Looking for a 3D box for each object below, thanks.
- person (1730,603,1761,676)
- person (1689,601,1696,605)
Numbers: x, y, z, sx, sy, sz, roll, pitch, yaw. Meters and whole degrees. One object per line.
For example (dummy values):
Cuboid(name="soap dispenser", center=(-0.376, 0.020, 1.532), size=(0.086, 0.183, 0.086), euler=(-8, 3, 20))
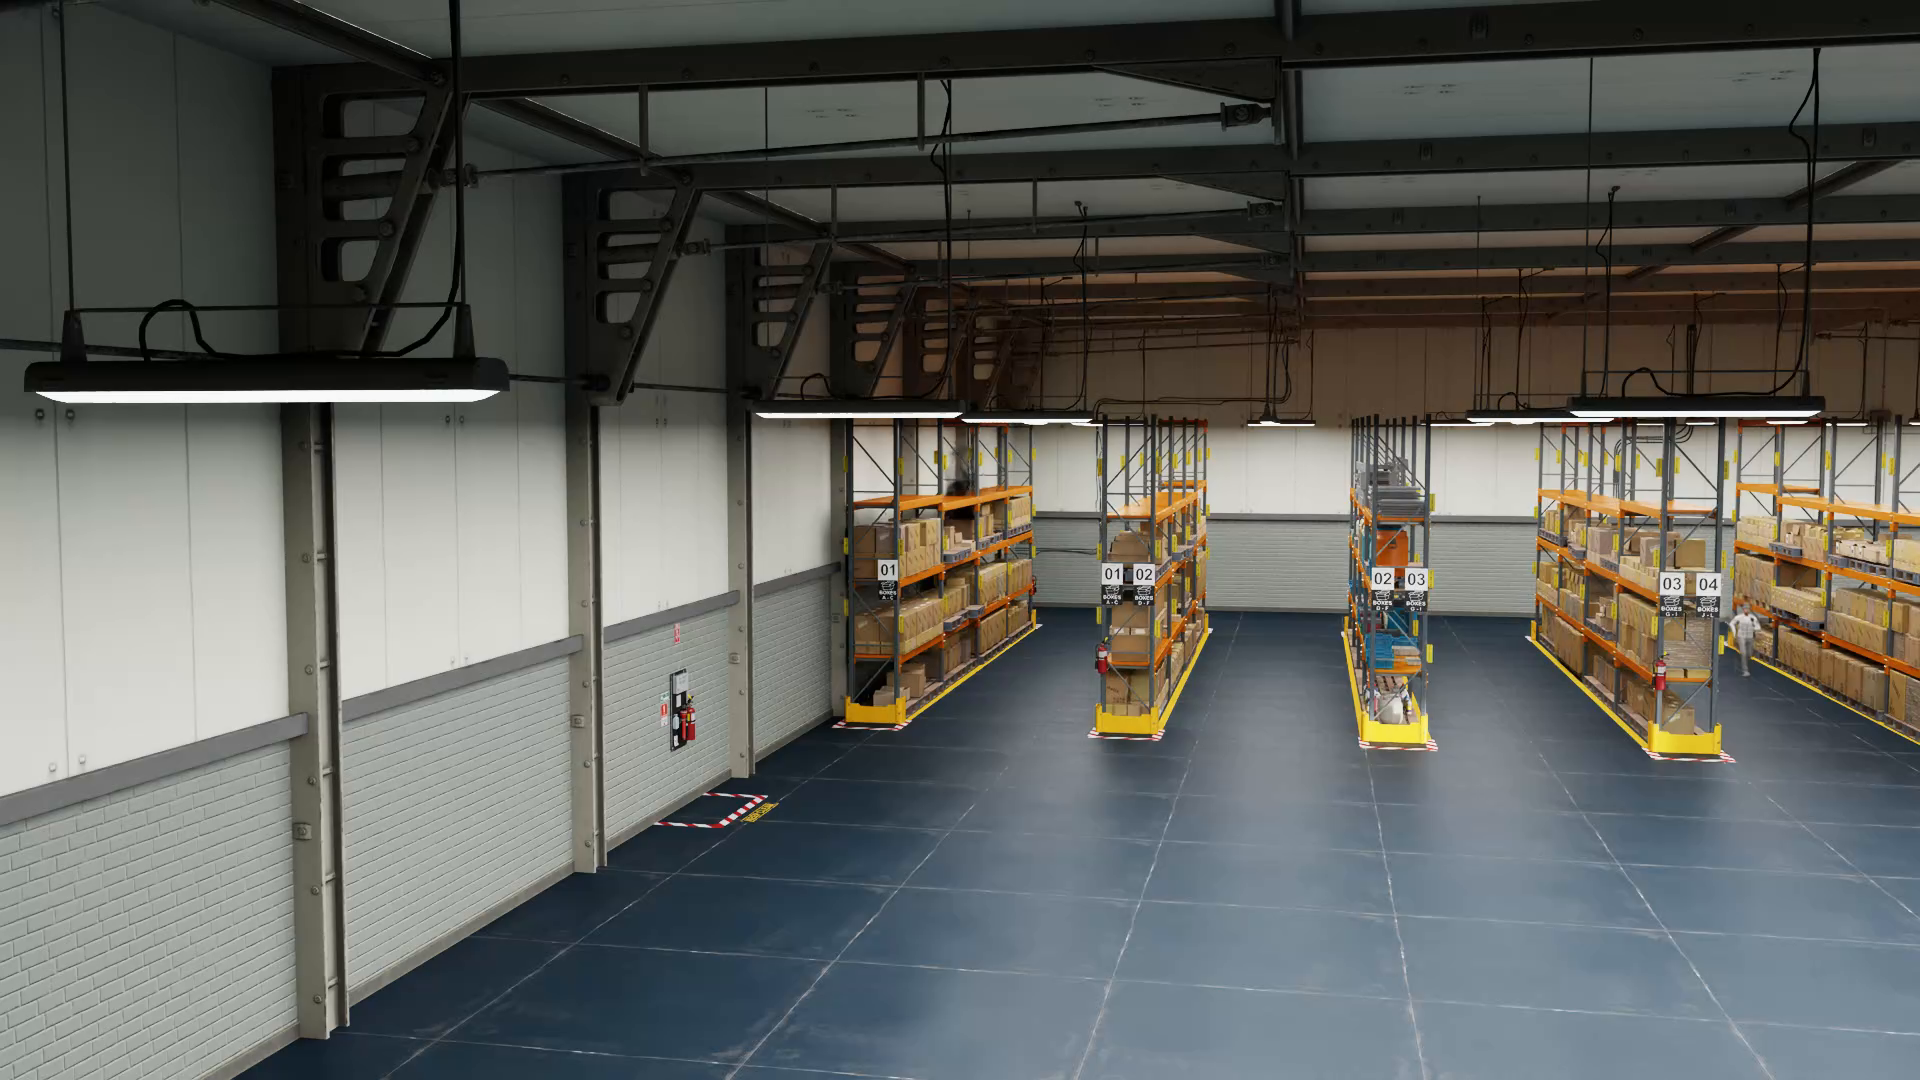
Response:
Cuboid(name="person", center=(18.277, 2.290, 38.674), size=(0.618, 1.667, 0.892), euler=(1, 4, 11))
Cuboid(name="person", center=(18.750, 2.050, 42.218), size=(0.676, 1.699, 0.889), euler=(1, 4, 10))
